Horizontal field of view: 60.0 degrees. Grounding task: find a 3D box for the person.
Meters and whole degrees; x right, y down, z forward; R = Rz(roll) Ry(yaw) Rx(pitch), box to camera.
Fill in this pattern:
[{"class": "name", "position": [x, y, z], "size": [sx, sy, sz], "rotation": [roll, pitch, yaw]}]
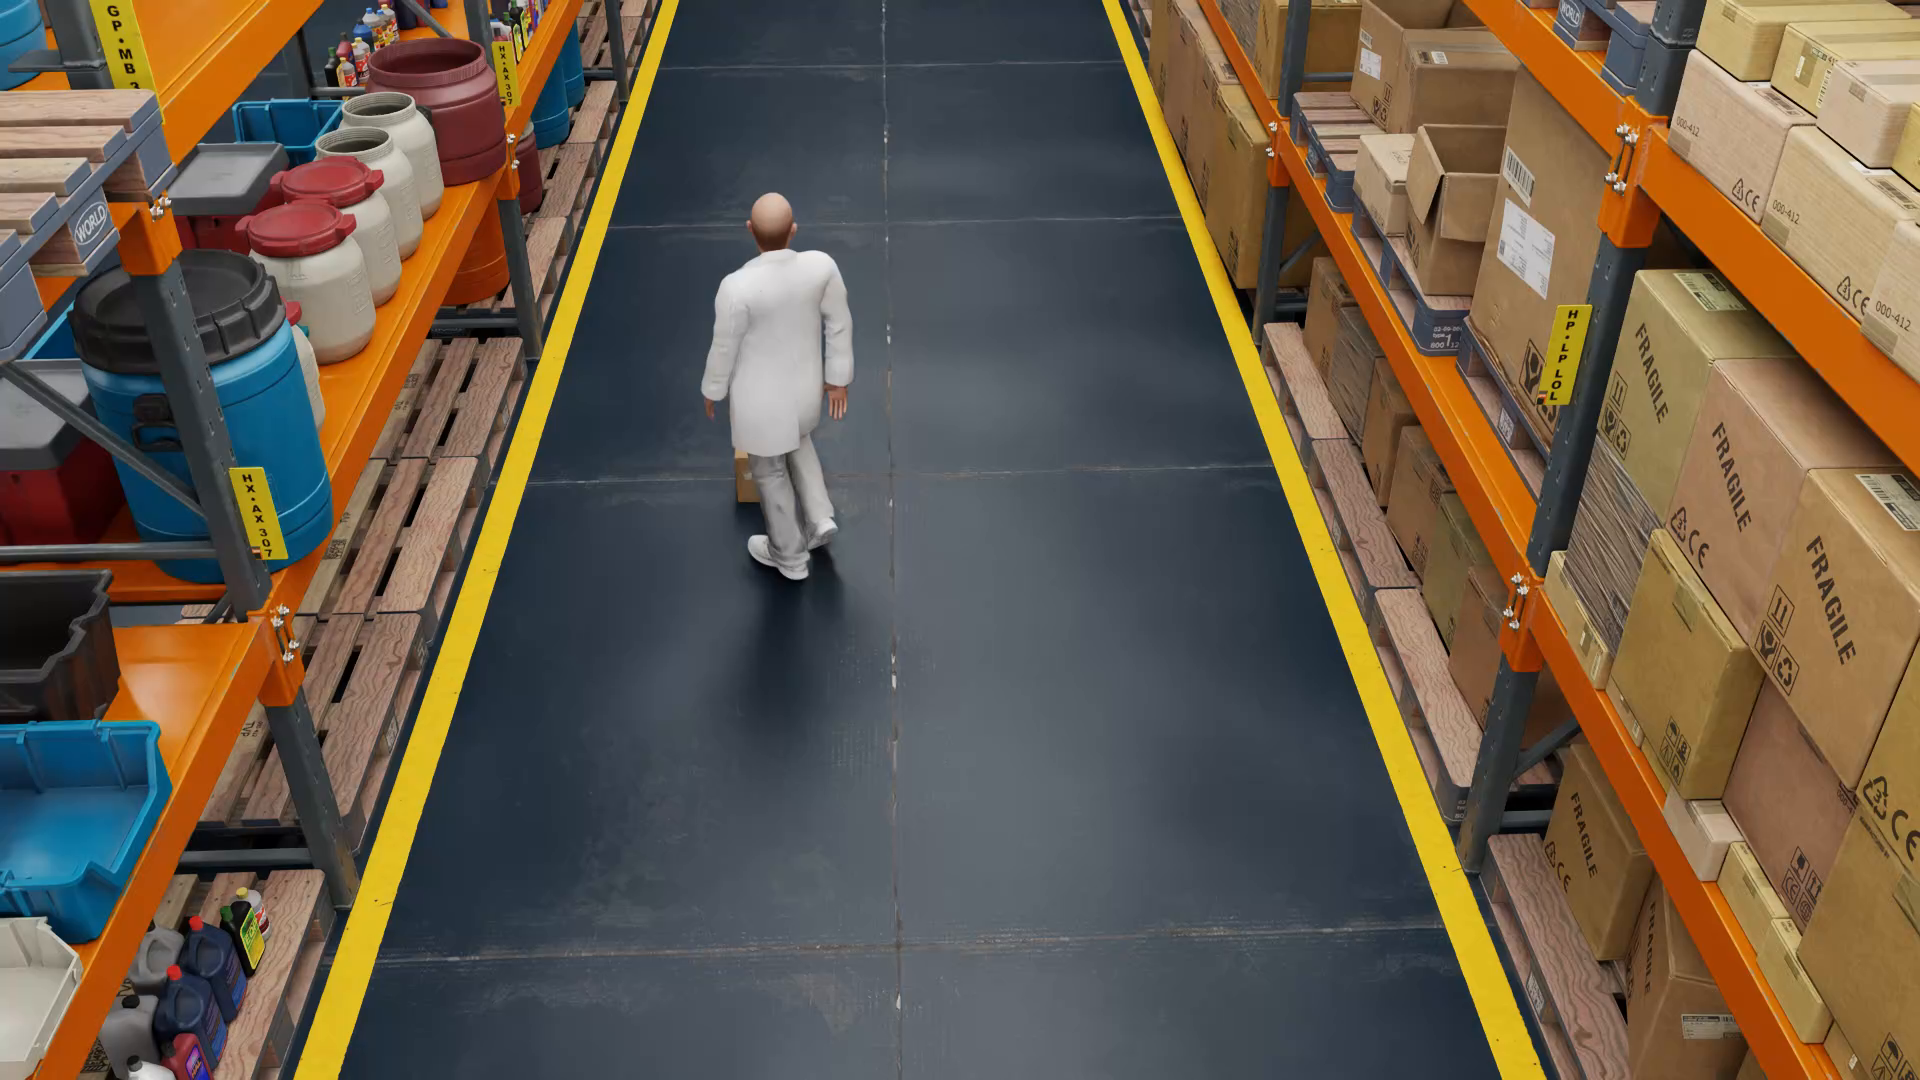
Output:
[{"class": "person", "position": [-0.793, -0.644, 7.070], "size": [0.595, 1.801, 0.465], "rotation": [-24, 42, -31]}]
